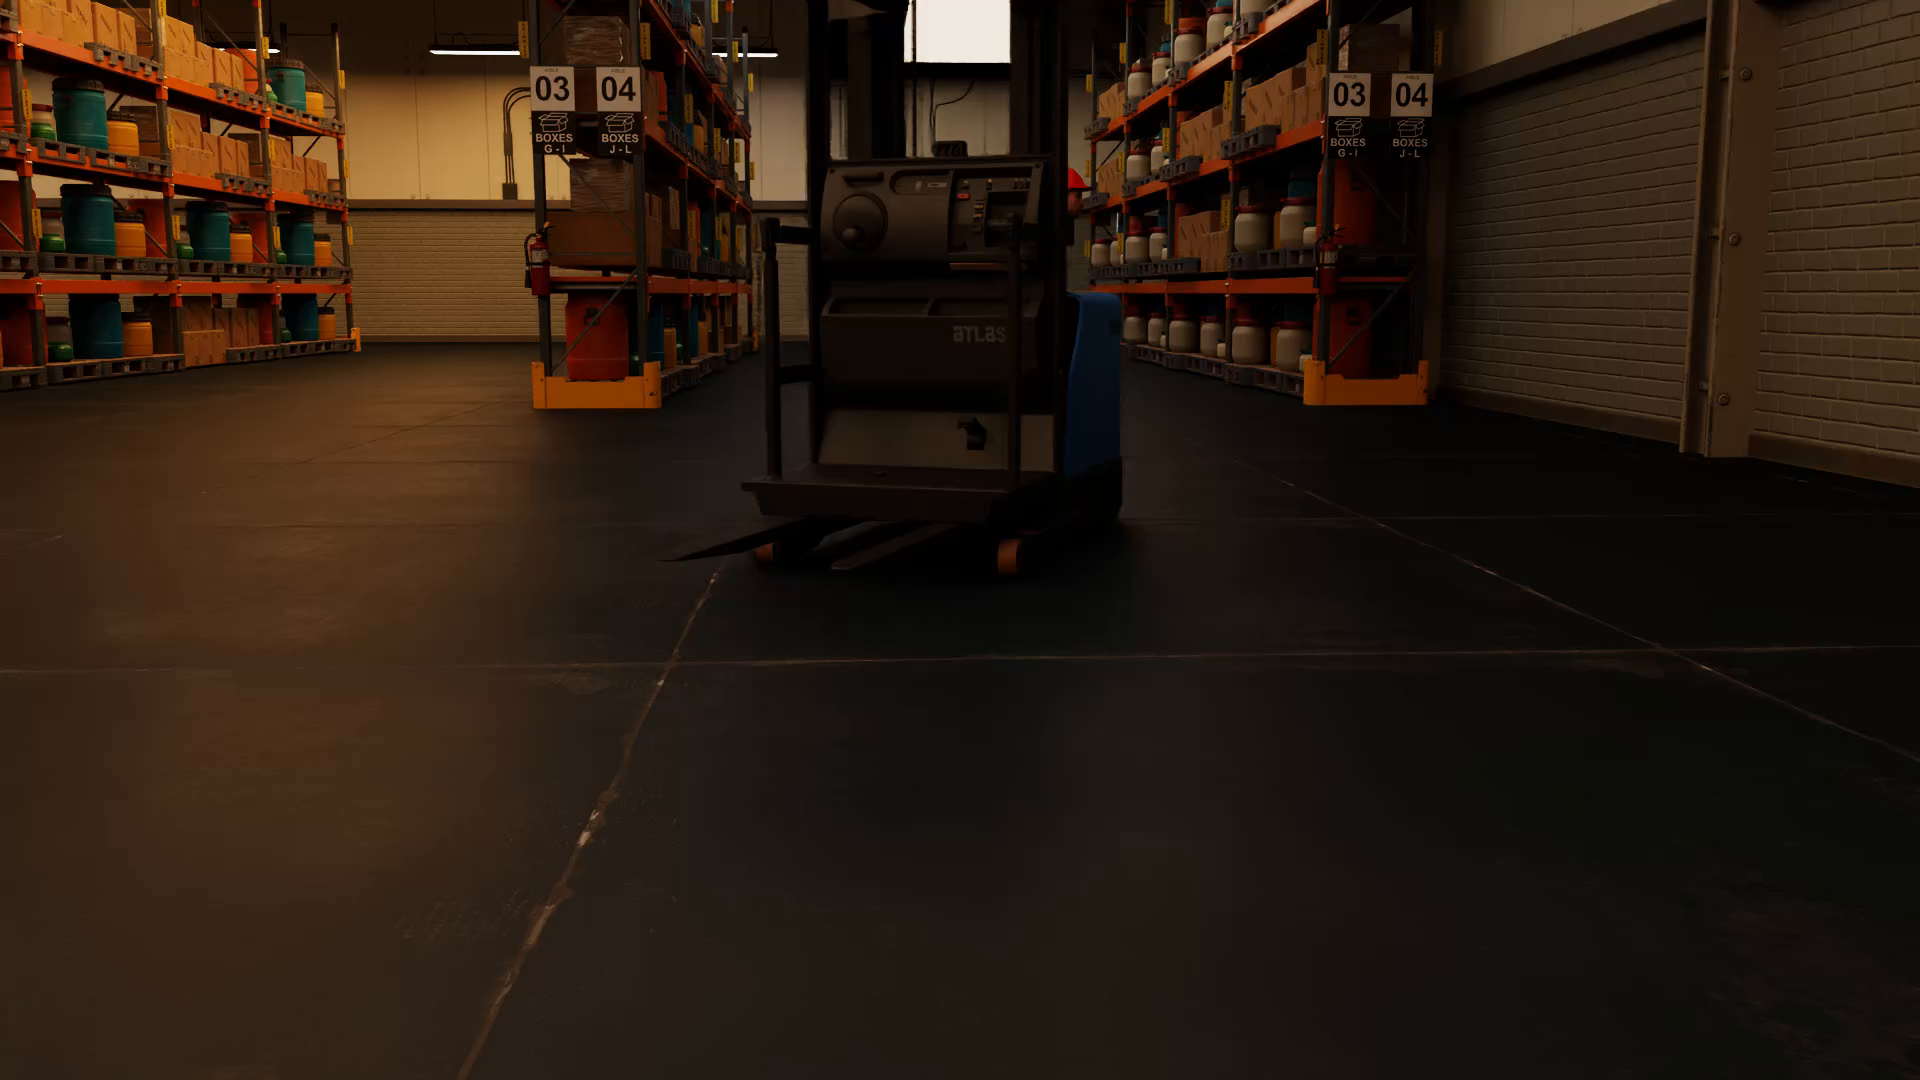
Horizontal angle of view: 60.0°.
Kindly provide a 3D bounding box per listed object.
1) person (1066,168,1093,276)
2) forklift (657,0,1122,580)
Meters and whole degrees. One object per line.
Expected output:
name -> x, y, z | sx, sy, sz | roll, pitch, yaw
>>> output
person -> 0.532, -1.231, 9.554 | 0.450, 1.779, 0.619 | 1, 9, 8
forklift -> -0.183, -1.364, 6.514 | 1.130, 2.935, 3.031 | 3, 9, 18
